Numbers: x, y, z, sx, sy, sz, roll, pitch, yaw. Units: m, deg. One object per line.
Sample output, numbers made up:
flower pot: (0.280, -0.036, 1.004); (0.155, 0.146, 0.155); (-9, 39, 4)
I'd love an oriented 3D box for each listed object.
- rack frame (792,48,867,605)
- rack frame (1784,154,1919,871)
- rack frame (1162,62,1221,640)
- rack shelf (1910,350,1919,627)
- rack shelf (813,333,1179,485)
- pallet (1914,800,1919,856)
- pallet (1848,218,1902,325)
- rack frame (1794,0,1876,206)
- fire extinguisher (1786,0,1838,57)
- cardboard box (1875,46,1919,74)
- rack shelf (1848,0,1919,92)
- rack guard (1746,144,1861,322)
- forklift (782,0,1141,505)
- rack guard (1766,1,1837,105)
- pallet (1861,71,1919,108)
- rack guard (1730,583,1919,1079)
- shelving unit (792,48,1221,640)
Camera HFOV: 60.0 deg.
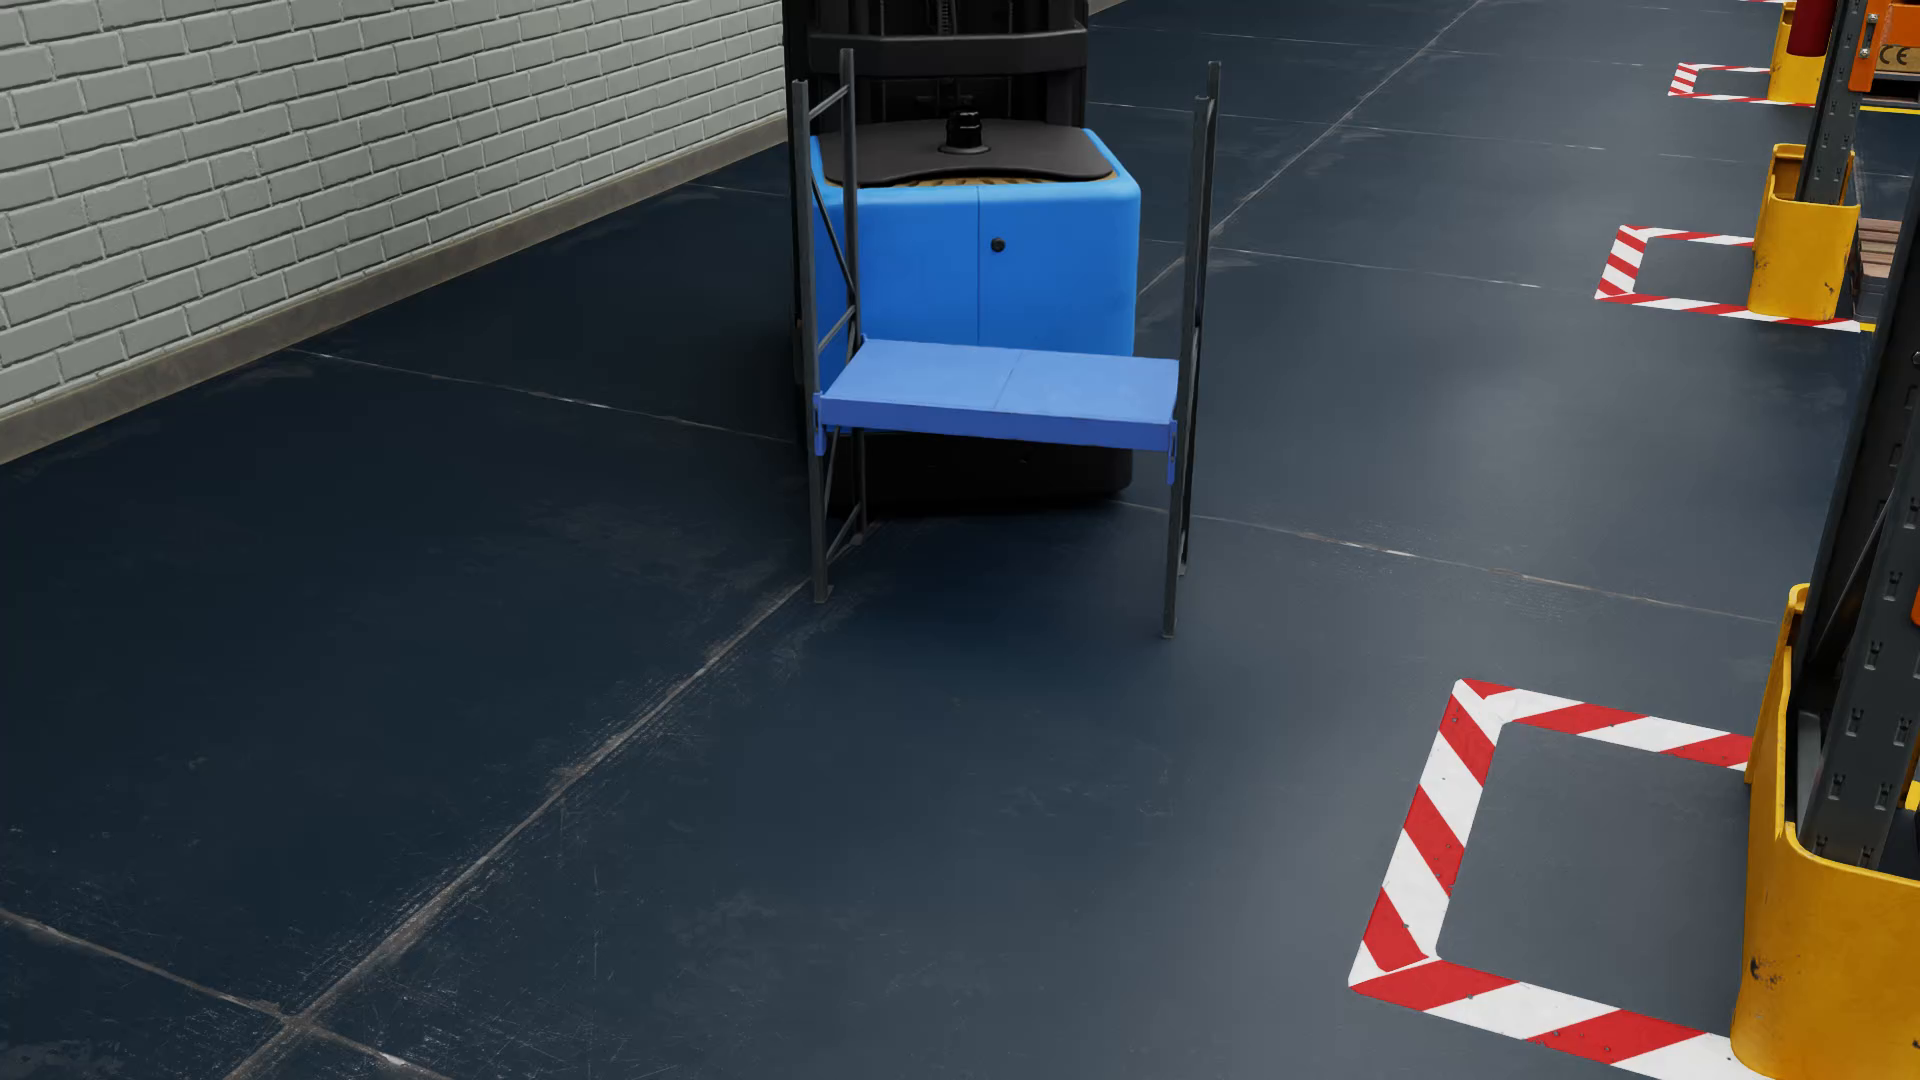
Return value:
rack frame: (-0.362, -0.591, 4.753); (0.032, 1.500, 0.500); (5, 27, 10)
rack frame: (1.808, -0.552, 2.975); (0.127, 3.000, 1.000); (11, 28, 22)
rack frame: (0.634, -0.501, 4.570); (0.032, 1.500, 0.500); (5, 27, 10)
rack shelf: (3.629, 0.137, 2.391); (4.000, 0.370, 1.077); (11, 28, 22)
rack shelf: (0.136, -0.385, 4.741); (1.000, 0.185, 0.538); (5, 27, 10)
pallet: (2.604, 0.859, 3.267); (1.213, 0.211, 1.003); (11, 28, 22)
pallet: (4.597, -1.125, 7.297); (1.213, 0.211, 1.003); (11, 28, 22)
rack frame: (3.862, -2.543, 7.019); (0.127, 3.000, 1.000); (11, 28, 22)
fire extinguisher: (3.913, -2.551, 7.545); (0.183, 0.674, 0.296); (11, 28, 22)
cardboard box: (6.528, -3.685, 11.268); (0.875, 0.875, 0.875); (11, 28, 22)
rack shelf: (5.683, -1.854, 6.435); (4.000, 0.370, 1.077); (11, 28, 22)
rack guard: (3.835, -1.421, 7.569); (0.348, 0.500, 1.175); (11, 28, 22)
forklift: (-0.116, -2.048, 6.092); (1.130, 2.935, 3.031); (-3, 26, -6)
rack guard: (5.891, -3.417, 11.625); (0.348, 0.500, 1.175); (11, 28, 22)
pallet: (6.673, -3.169, 11.447); (1.213, 0.211, 1.003); (11, 28, 22)
rack guard: (1.878, 0.584, 3.499); (0.348, 0.500, 1.175); (11, 28, 22)
shelving unit: (0.136, -0.546, 4.662); (1.048, 1.500, 0.538); (5, 27, 10)
